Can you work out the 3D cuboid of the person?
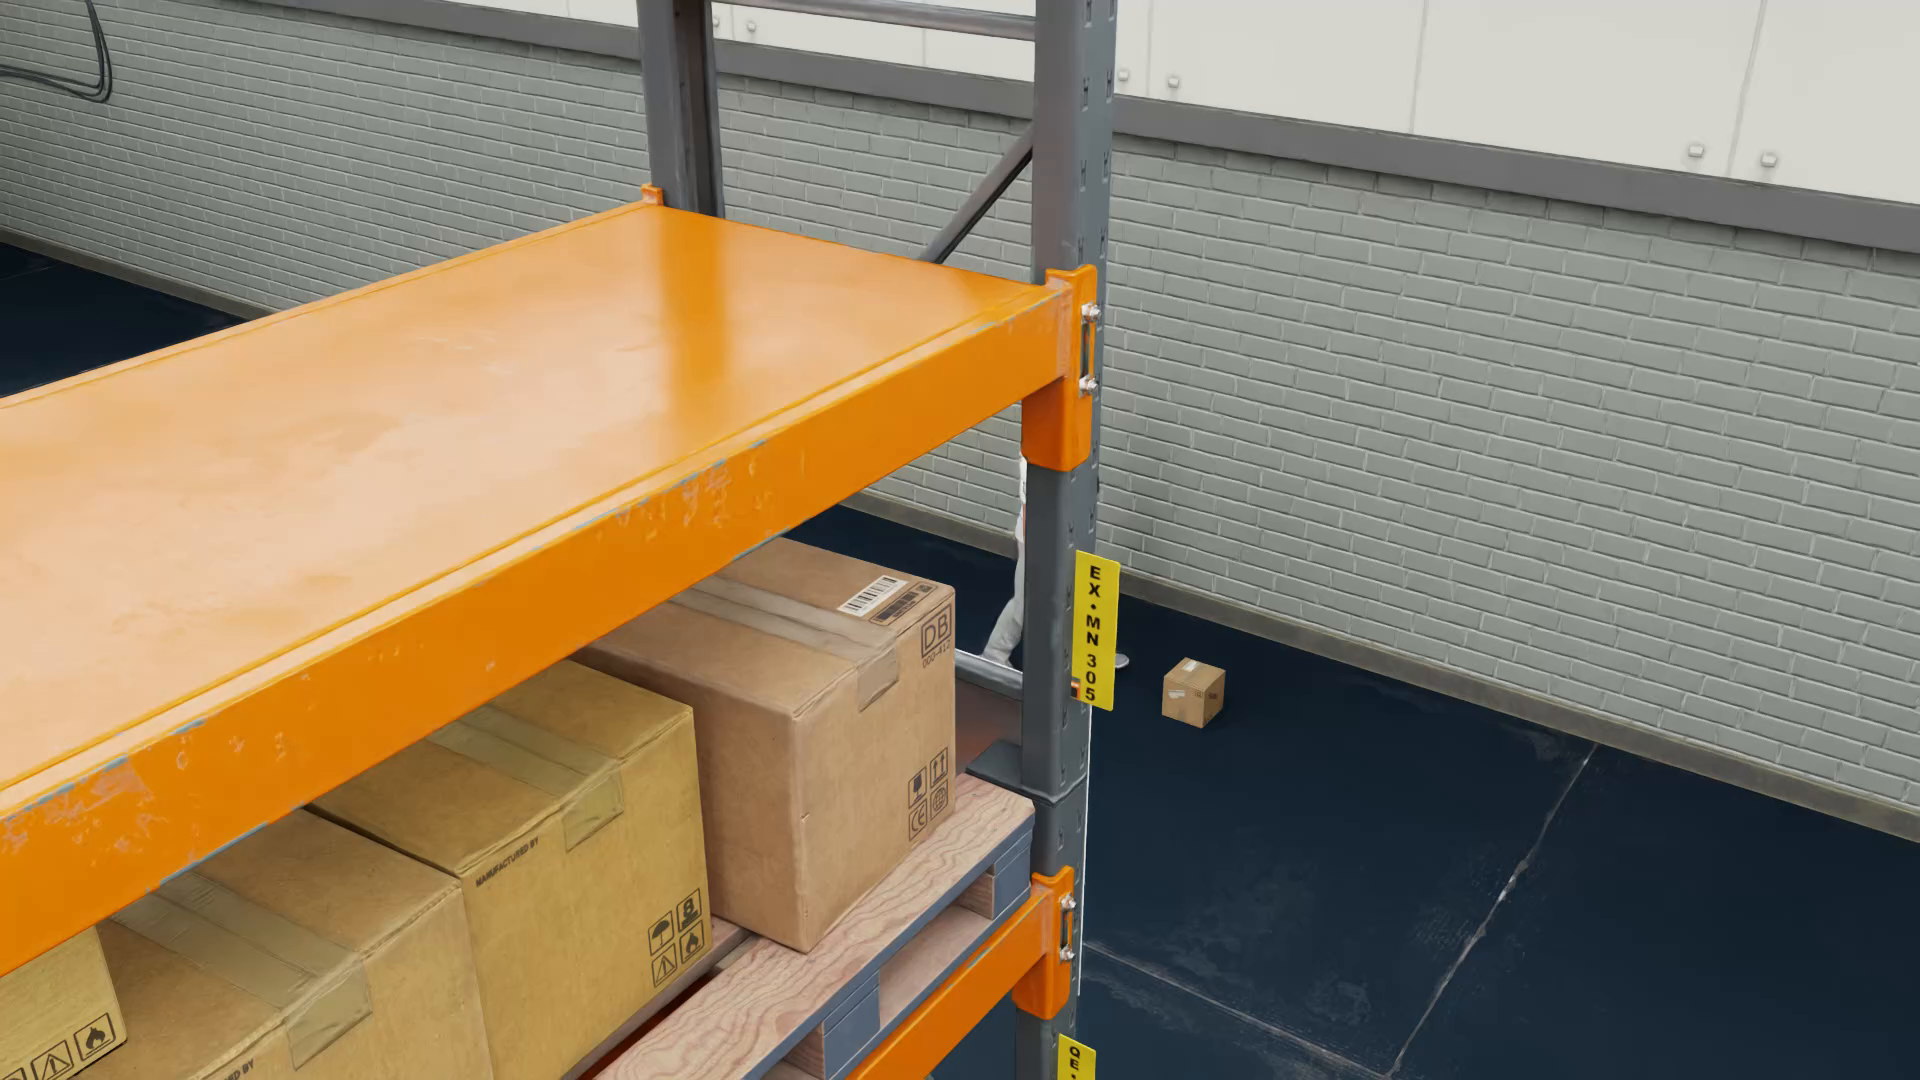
[{"bbox_3d":[0.534,-0.012,9.173,0.780,1.742,0.559,13,30,24],"label":"person"}]
